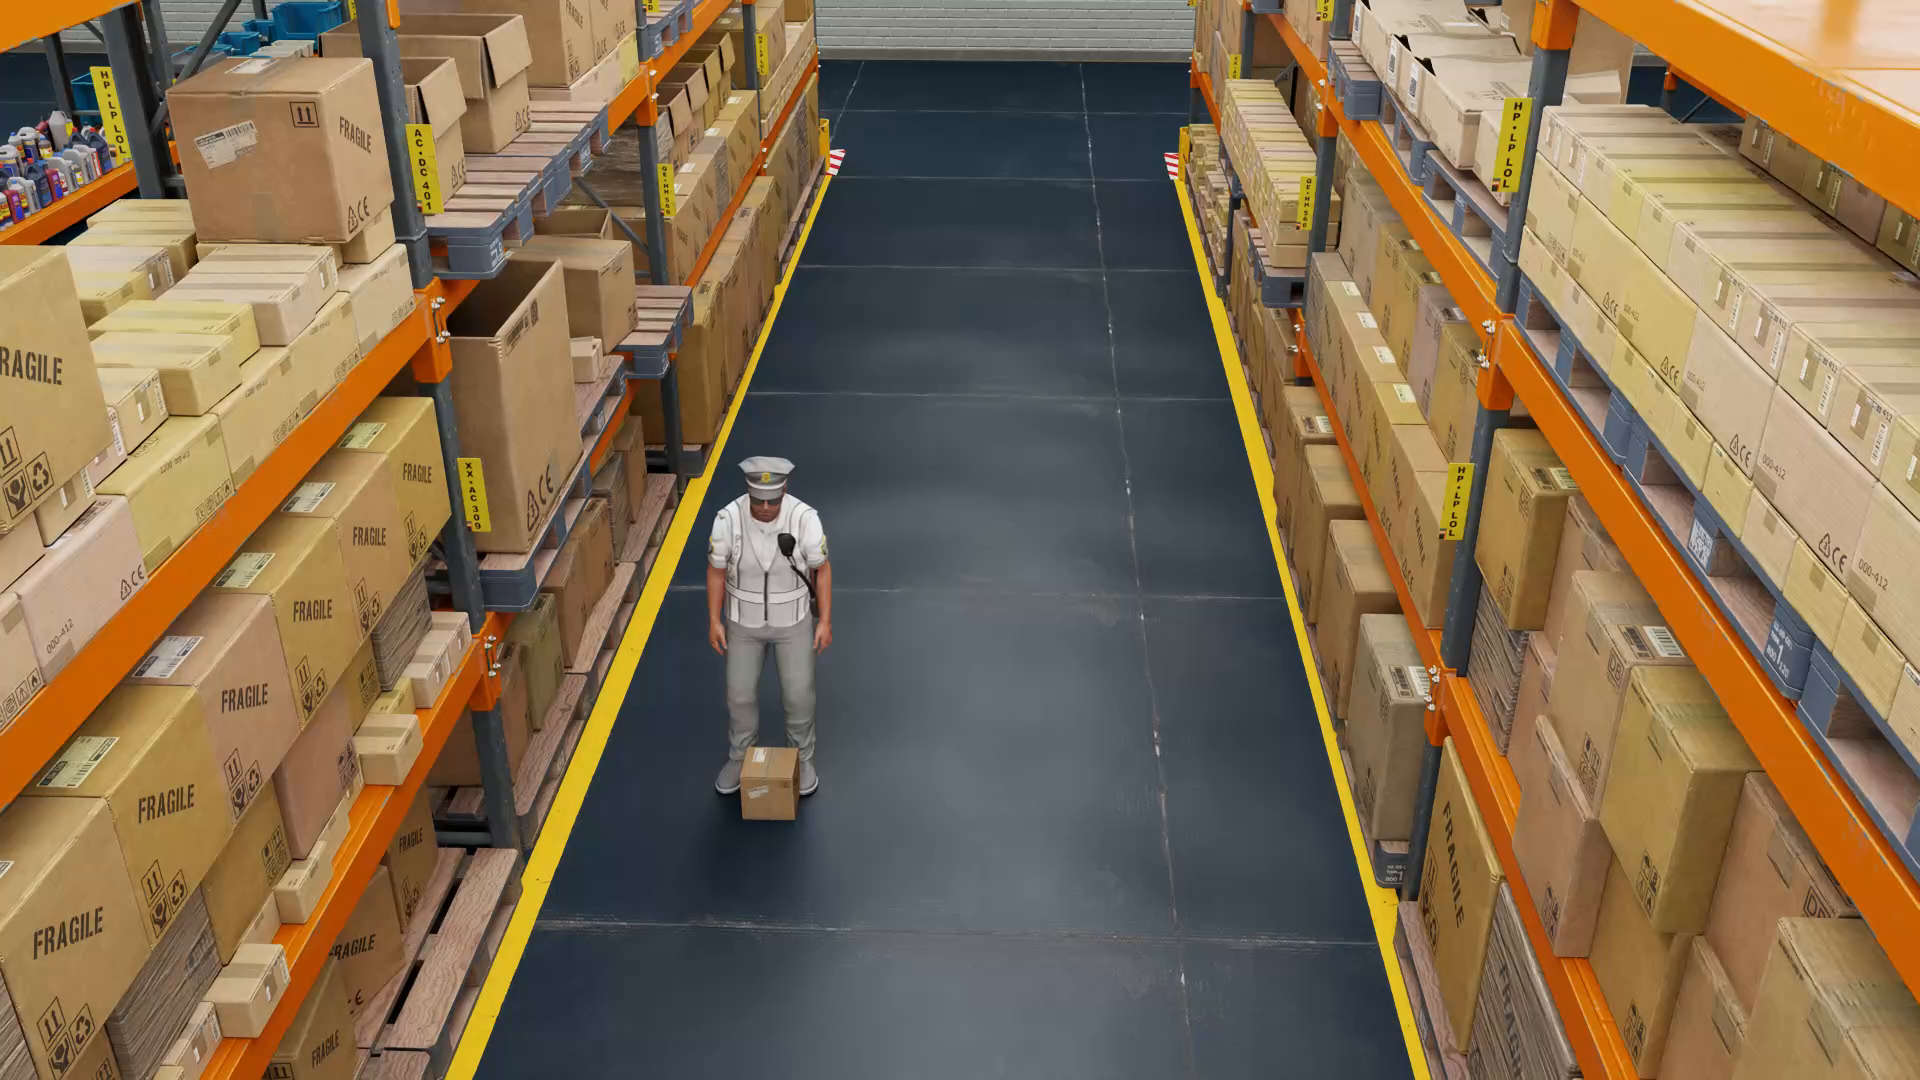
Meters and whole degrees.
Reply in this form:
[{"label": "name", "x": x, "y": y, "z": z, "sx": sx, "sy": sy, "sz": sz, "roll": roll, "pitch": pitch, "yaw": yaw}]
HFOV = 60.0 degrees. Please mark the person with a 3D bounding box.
[{"label": "person", "x": -0.902, "y": 0.380, "z": 7.891, "sx": 0.606, "sy": 1.748, "sz": 0.445, "roll": -1, "pitch": 28, "yaw": -1}]
